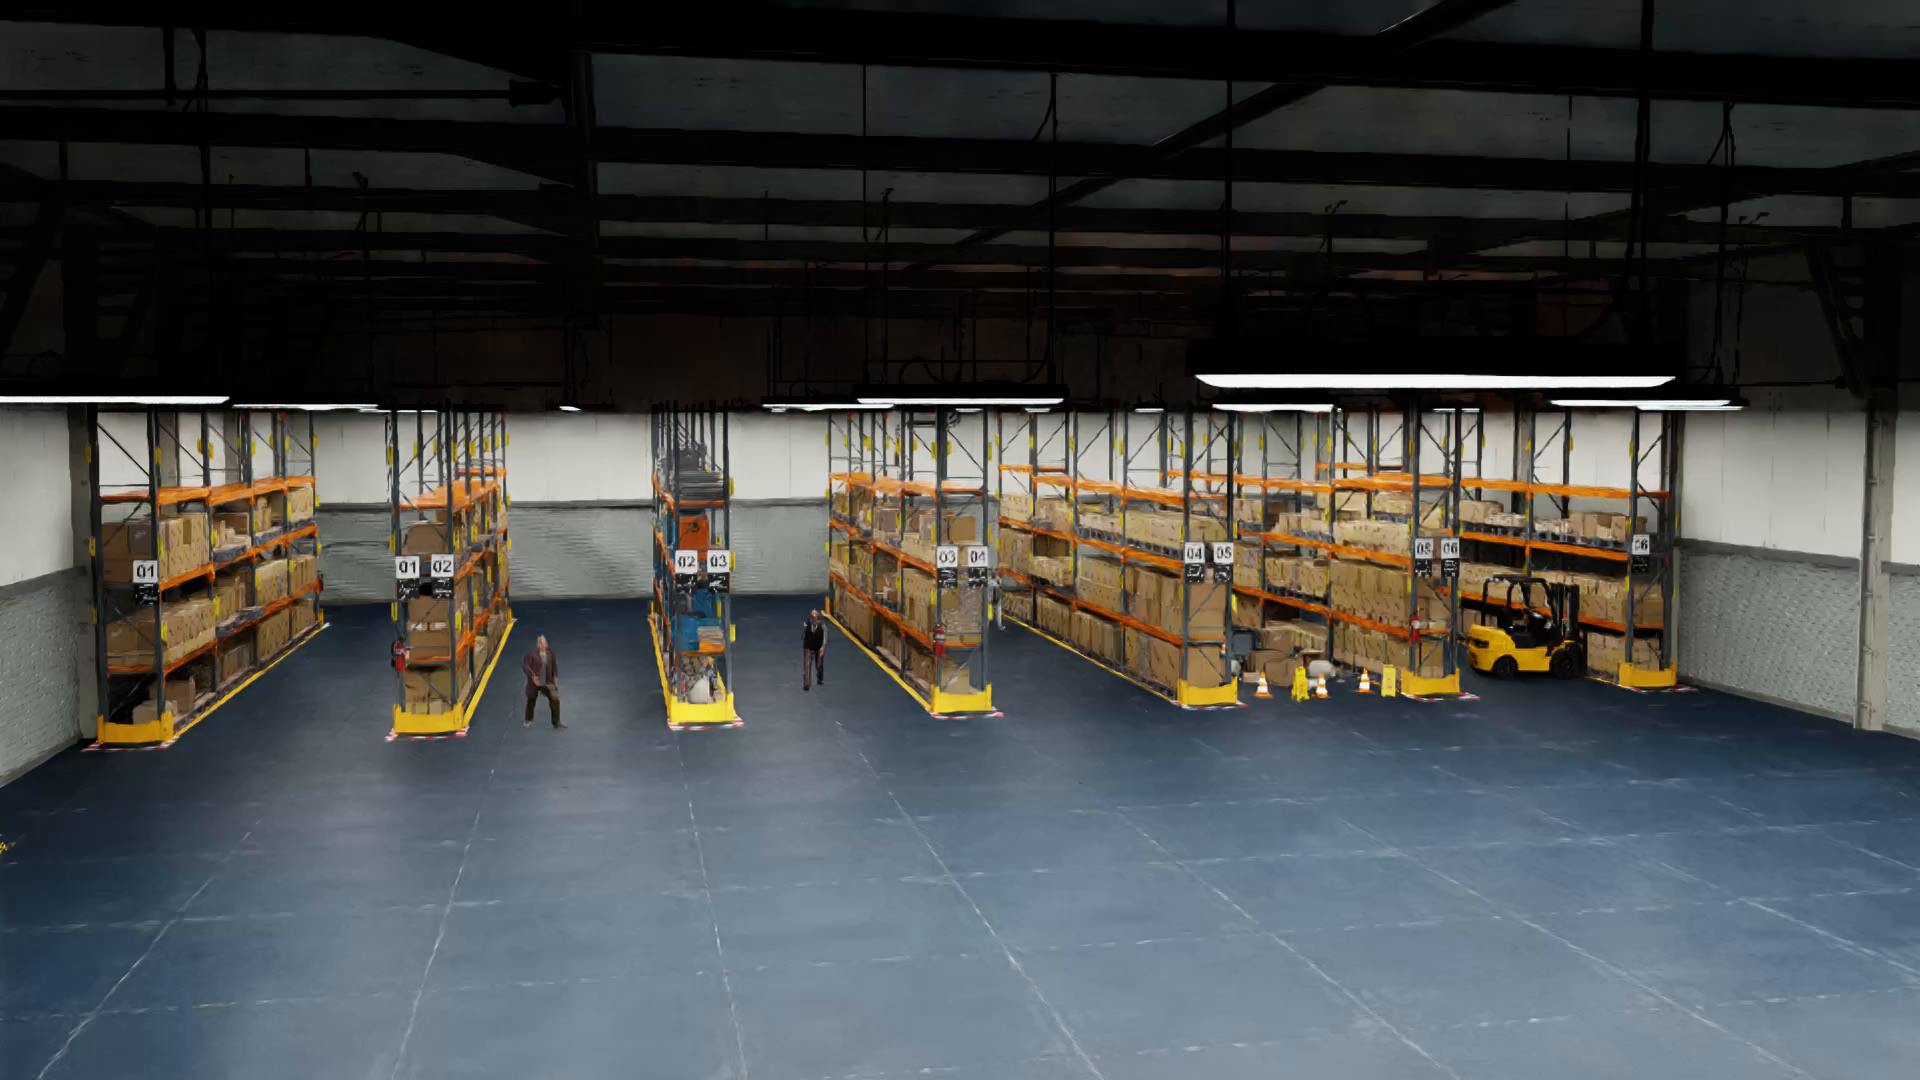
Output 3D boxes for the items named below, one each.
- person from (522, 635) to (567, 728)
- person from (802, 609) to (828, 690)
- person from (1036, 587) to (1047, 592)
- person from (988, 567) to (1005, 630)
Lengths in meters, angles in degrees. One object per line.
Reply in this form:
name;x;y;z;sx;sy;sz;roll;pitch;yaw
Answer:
person;-7.643;2.630;30.319;0.724;1.593;0.900;-2;5;-28
person;-3.023;2.270;34.690;0.539;1.665;1.031;0;4;-3
person;2.597;0.904;53.140;0.499;1.620;0.917;1;4;17
person;0.870;1.533;44.288;0.542;1.675;1.126;-1;4;-9
